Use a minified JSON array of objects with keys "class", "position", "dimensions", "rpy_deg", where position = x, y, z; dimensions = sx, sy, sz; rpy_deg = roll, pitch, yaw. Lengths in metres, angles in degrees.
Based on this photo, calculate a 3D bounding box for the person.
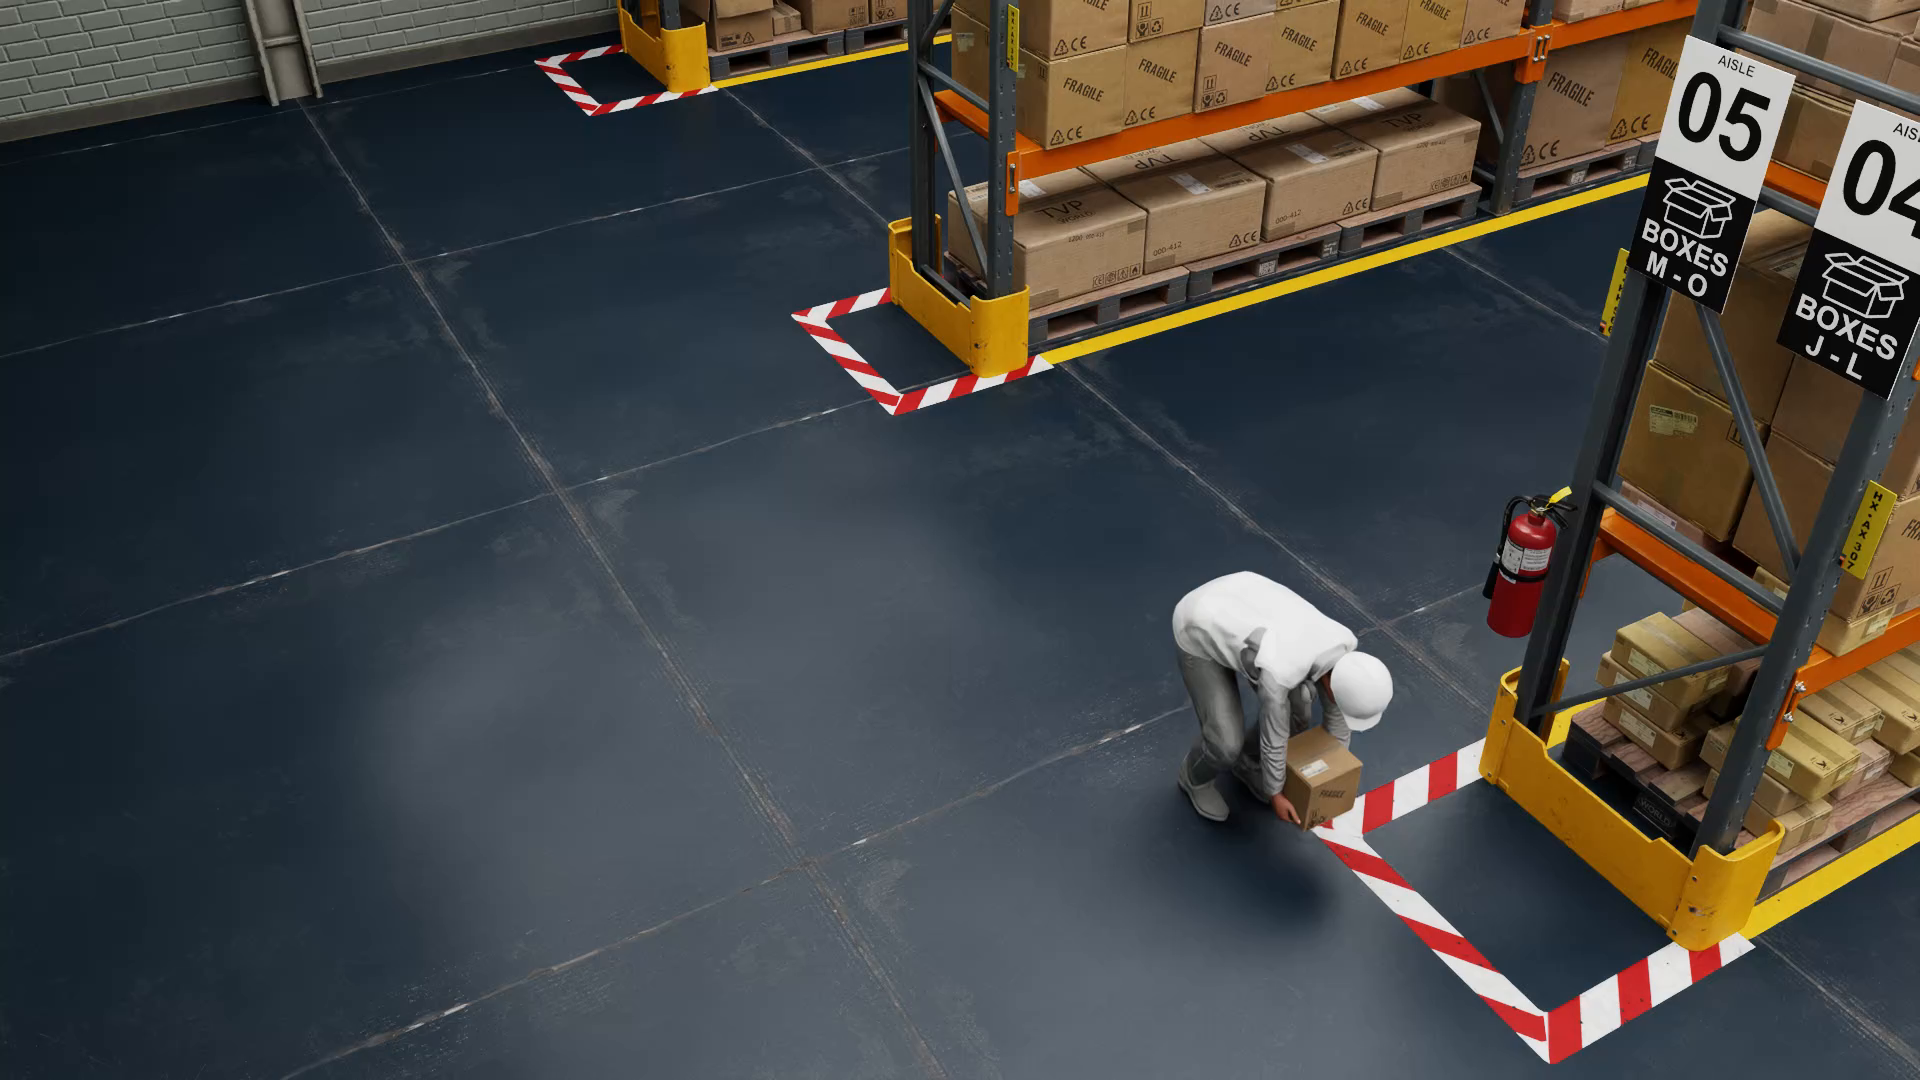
[{"class":"person","position":[1.231,0.698,6.521],"dimensions":[0.490,1.113,0.993],"rpy_deg":[-21,41,-26]}]
